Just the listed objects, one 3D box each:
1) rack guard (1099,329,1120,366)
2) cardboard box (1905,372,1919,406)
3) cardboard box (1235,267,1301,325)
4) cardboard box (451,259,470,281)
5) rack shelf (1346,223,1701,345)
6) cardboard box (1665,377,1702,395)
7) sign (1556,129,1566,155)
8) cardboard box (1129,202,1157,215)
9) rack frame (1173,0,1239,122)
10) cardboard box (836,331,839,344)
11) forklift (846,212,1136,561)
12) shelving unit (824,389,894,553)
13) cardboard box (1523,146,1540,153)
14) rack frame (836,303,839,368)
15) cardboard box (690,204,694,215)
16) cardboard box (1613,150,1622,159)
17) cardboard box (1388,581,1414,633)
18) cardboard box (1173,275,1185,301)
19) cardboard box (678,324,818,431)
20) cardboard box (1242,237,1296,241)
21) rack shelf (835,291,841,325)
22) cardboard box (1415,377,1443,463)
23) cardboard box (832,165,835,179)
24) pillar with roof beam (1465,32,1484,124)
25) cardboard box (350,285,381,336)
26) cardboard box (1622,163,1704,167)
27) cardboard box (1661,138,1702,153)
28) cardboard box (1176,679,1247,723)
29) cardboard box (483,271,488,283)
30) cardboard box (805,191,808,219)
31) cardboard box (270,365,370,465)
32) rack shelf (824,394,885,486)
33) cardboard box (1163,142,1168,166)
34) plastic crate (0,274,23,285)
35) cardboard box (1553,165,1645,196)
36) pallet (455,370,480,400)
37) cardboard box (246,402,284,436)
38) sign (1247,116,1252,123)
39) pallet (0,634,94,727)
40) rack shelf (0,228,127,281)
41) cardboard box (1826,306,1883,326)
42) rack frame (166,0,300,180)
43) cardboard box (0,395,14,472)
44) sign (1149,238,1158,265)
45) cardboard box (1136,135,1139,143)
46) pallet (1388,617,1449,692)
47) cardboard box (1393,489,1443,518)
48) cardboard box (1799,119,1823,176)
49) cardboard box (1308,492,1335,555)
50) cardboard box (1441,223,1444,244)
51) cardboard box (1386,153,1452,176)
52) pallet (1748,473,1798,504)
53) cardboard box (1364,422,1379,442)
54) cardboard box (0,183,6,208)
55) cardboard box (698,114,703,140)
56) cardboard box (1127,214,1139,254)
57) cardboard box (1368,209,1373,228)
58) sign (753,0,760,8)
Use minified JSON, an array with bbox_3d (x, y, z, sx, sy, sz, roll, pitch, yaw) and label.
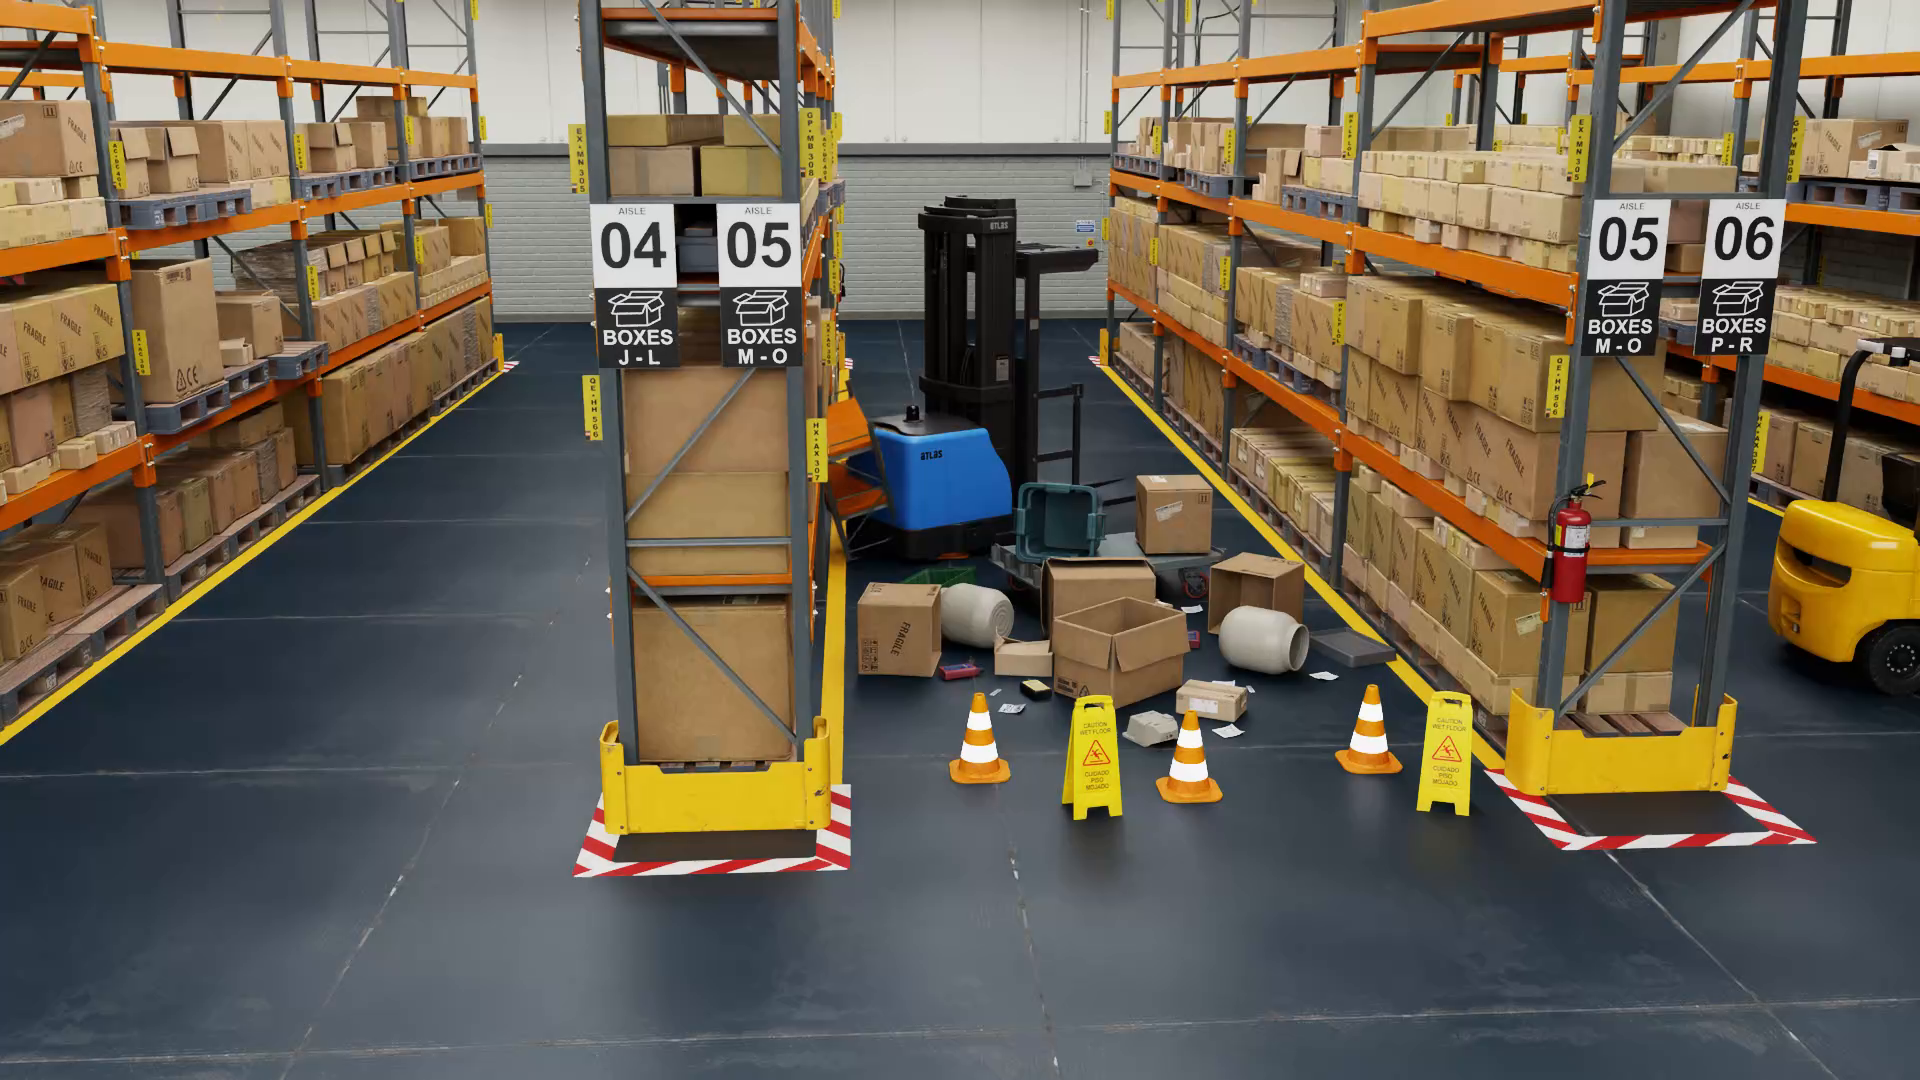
[{"bbox_3d":[2.669,-2.861,24.644,1.175,0.500,0.348,-1,14,-3],"label":"rack guard"},{"bbox_3d":[8.075,-1.208,13.502,0.500,0.250,0.500,-1,14,-2],"label":"cardboard box"},{"bbox_3d":[2.963,-2.357,16.026,0.500,0.500,0.500,-1,14,-5],"label":"cardboard box"},{"bbox_3d":[-6.863,-3.615,22.262,0.500,0.250,0.500,-1,14,-5],"label":"cardboard box"},{"bbox_3d":[3.537,-1.689,10.493,1.077,0.370,4.000,-1,14,-3],"label":"rack shelf"},{"bbox_3d":[7.788,-1.647,17.781,0.380,0.149,0.250,-2,15,-6],"label":"cardboard box"},{"bbox_3d":[7.331,-4.842,20.267,0.100,0.325,0.005,-1,14,-3],"label":"sign"},{"bbox_3d":[2.470,-4.434,22.231,0.380,0.149,0.250,-1,14,-5],"label":"cardboard box"},{"bbox_3d":[2.921,-5.977,19.696,0.949,2.616,0.053,-1,14,-3],"label":"rack frame"},{"bbox_3d":[-1.877,-2.822,23.158,0.380,0.149,0.250,-1,14,-5],"label":"cardboard box"},{"bbox_3d":[0.504,-1.469,14.530,3.031,2.843,1.129,-10,18,-35],"label":"forklift"},{"bbox_3d":[-0.939,-0.595,14.007,0.538,0.981,1.030,-17,29,-6],"label":"shelving unit"},{"bbox_3d":[7.549,-4.918,21.306,0.500,0.250,0.500,-1,14,-5],"label":"cardboard box"},{"bbox_3d":[-2.264,-3.964,23.915,1.000,3.000,0.127,-1,14,-3],"label":"rack frame"},{"bbox_3d":[-1.695,-1.899,9.327,0.380,0.149,0.250,-1,14,-4],"label":"cardboard box"},{"bbox_3d":[7.566,-4.334,18.792,0.380,0.149,0.250,-1,14,-2],"label":"cardboard box"},{"bbox_3d":[3.260,0.462,11.386,0.500,0.250,0.500,-1,14,-4],"label":"cardboard box"},{"bbox_3d":[2.729,-2.872,18.966,0.500,0.250,0.500,-1,14,-3],"label":"cardboard box"},{"bbox_3d":[-1.282,-0.951,9.733,0.875,0.550,0.550,-1,14,-3],"label":"cardboard box"},{"bbox_3d":[3.322,-2.988,17.911,0.500,0.500,0.500,0,14,-2],"label":"cardboard box"},{"bbox_3d":[-2.140,-3.119,22.071,1.077,0.370,4.000,-1,14,-3],"label":"rack shelf"},{"bbox_3d":[3.286,-0.785,10.762,0.500,0.500,0.500,-1,14,-3],"label":"cardboard box"},{"bbox_3d":[-1.782,-4.469,20.157,0.500,0.250,0.500,0,14,-1],"label":"cardboard box"},{"bbox_3d":[4.060,-7.667,26.266,9.100,9.000,0.400,-1,14,-3],"label":"pillar with roof beam"},{"bbox_3d":[-6.958,-2.903,19.589,1.051,0.500,3.958,-1,14,-3],"label":"cardboard box"},{"bbox_3d":[3.812,-1.958,9.001,0.380,0.149,0.250,-1,14,-4],"label":"cardboard box"},{"bbox_3d":[7.741,-4.212,17.762,0.380,0.149,0.250,-1,14,-5],"label":"cardboard box"},{"bbox_3d":[1.564,0.999,10.344,0.380,0.149,0.250,7,16,26],"label":"cardboard box"},{"bbox_3d":[-6.870,-3.708,23.422,0.380,0.149,0.250,-1,14,-2],"label":"cardboard box"},{"bbox_3d":[-1.006,-1.784,8.881,0.380,0.149,0.250,-1,14,-3],"label":"cardboard box"},{"bbox_3d":[-6.747,-1.270,16.863,1.225,0.875,0.875,-2,15,-6],"label":"cardboard box"},{"bbox_3d":[-1.001,-0.844,13.867,0.538,0.278,1.000,-17,29,-6],"label":"rack shelf"},{"bbox_3d":[2.600,-4.532,19.529,0.396,0.266,0.258,-1,14,-4],"label":"cardboard box"},{"bbox_3d":[-11.722,-3.128,20.414,0.402,0.464,0.583,-1,14,-3],"label":"plastic crate"},{"bbox_3d":[3.346,-1.884,8.712,0.380,0.149,0.250,-1,14,-3],"label":"cardboard box"},{"bbox_3d":[-7.021,-2.062,22.118,1.003,0.211,1.213,-1,14,-3],"label":"pallet"},{"bbox_3d":[-6.654,-1.123,15.500,0.500,0.250,0.500,0,14,-1],"label":"cardboard box"},{"bbox_3d":[-3.706,-3.626,15.737,14.955,0.737,8.025,-1,14,-3],"label":"sign"},{"bbox_3d":[-6.322,0.892,10.634,1.003,0.211,1.213,-1,14,-3],"label":"pallet"},{"bbox_3d":[-6.354,-1.536,9.899,1.077,0.370,4.000,-1,14,-3],"label":"rack shelf"},{"bbox_3d":[7.922,-1.985,14.720,0.380,0.149,0.250,-1,14,-5],"label":"cardboard box"},{"bbox_3d":[-6.725,-4.829,15.235,1.000,3.000,0.127,-1,14,-3],"label":"rack frame"},{"bbox_3d":[-6.394,-0.636,10.179,0.875,0.500,0.500,-1,14,-3],"label":"cardboard box"},{"bbox_3d":[2.364,-3.520,20.291,0.100,0.325,0.005,-1,14,-3],"label":"sign"},{"bbox_3d":[2.788,-5.587,23.460,0.500,0.250,0.500,-2,15,-9],"label":"cardboard box"},{"bbox_3d":[3.569,0.739,11.229,1.003,0.211,1.213,-1,14,-3],"label":"pallet"},{"bbox_3d":[3.182,-0.253,11.359,0.380,0.149,0.250,0,14,0],"label":"cardboard box"},{"bbox_3d":[8.052,-3.599,15.231,0.700,0.500,0.500,-1,14,-5],"label":"cardboard box"},{"bbox_3d":[3.379,-0.143,13.492,0.950,0.372,0.625,-1,14,-3],"label":"cardboard box"},{"bbox_3d":[3.283,-1.947,10.559,0.380,0.149,0.250,-1,14,-3],"label":"cardboard box"},{"bbox_3d":[3.160,-2.585,11.439,0.380,0.149,0.250,-1,14,-5],"label":"cardboard box"},{"bbox_3d":[8.132,-0.598,16.428,1.003,0.211,1.213,-1,14,-3],"label":"pallet"},{"bbox_3d":[3.180,-0.815,12.177,0.380,0.149,0.250,0,14,-2],"label":"cardboard box"},{"bbox_3d":[-6.082,-2.098,10.141,0.380,0.149,0.250,0,14,-1],"label":"cardboard box"},{"bbox_3d":[-1.743,-2.475,9.966,0.380,0.149,0.250,-1,14,-4],"label":"cardboard box"},{"bbox_3d":[2.526,-4.095,22.213,0.500,0.500,0.500,-1,14,-3],"label":"cardboard box"},{"bbox_3d":[3.511,-2.014,10.818,0.858,0.149,2.833,-1,14,-4],"label":"cardboard box"},{"bbox_3d":[-2.806,-7.352,23.009,0.100,0.325,0.005,-1,14,-3],"label":"sign"}]
